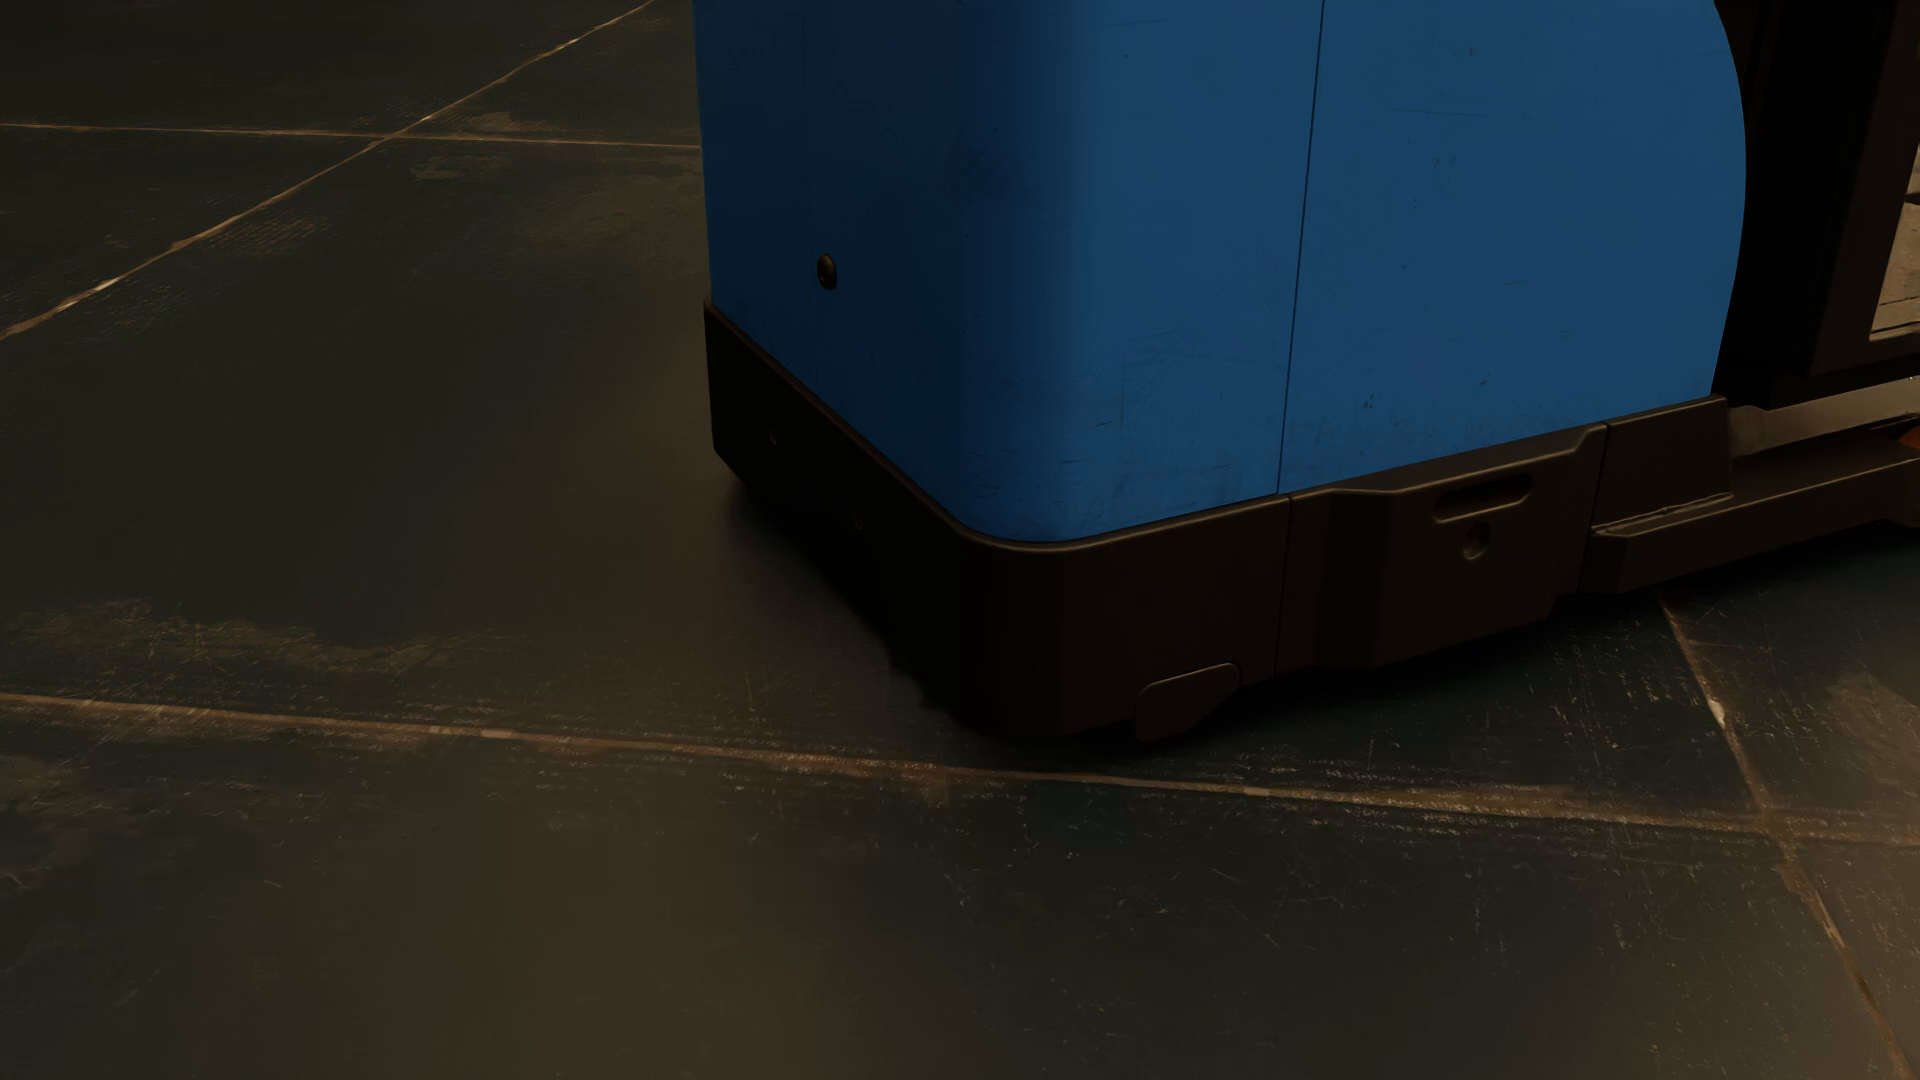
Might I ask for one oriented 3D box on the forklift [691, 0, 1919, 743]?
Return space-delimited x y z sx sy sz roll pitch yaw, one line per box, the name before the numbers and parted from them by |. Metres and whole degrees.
forklift | 1.162 -1.515 2.254 3.031 2.935 1.130 -12 29 -23
